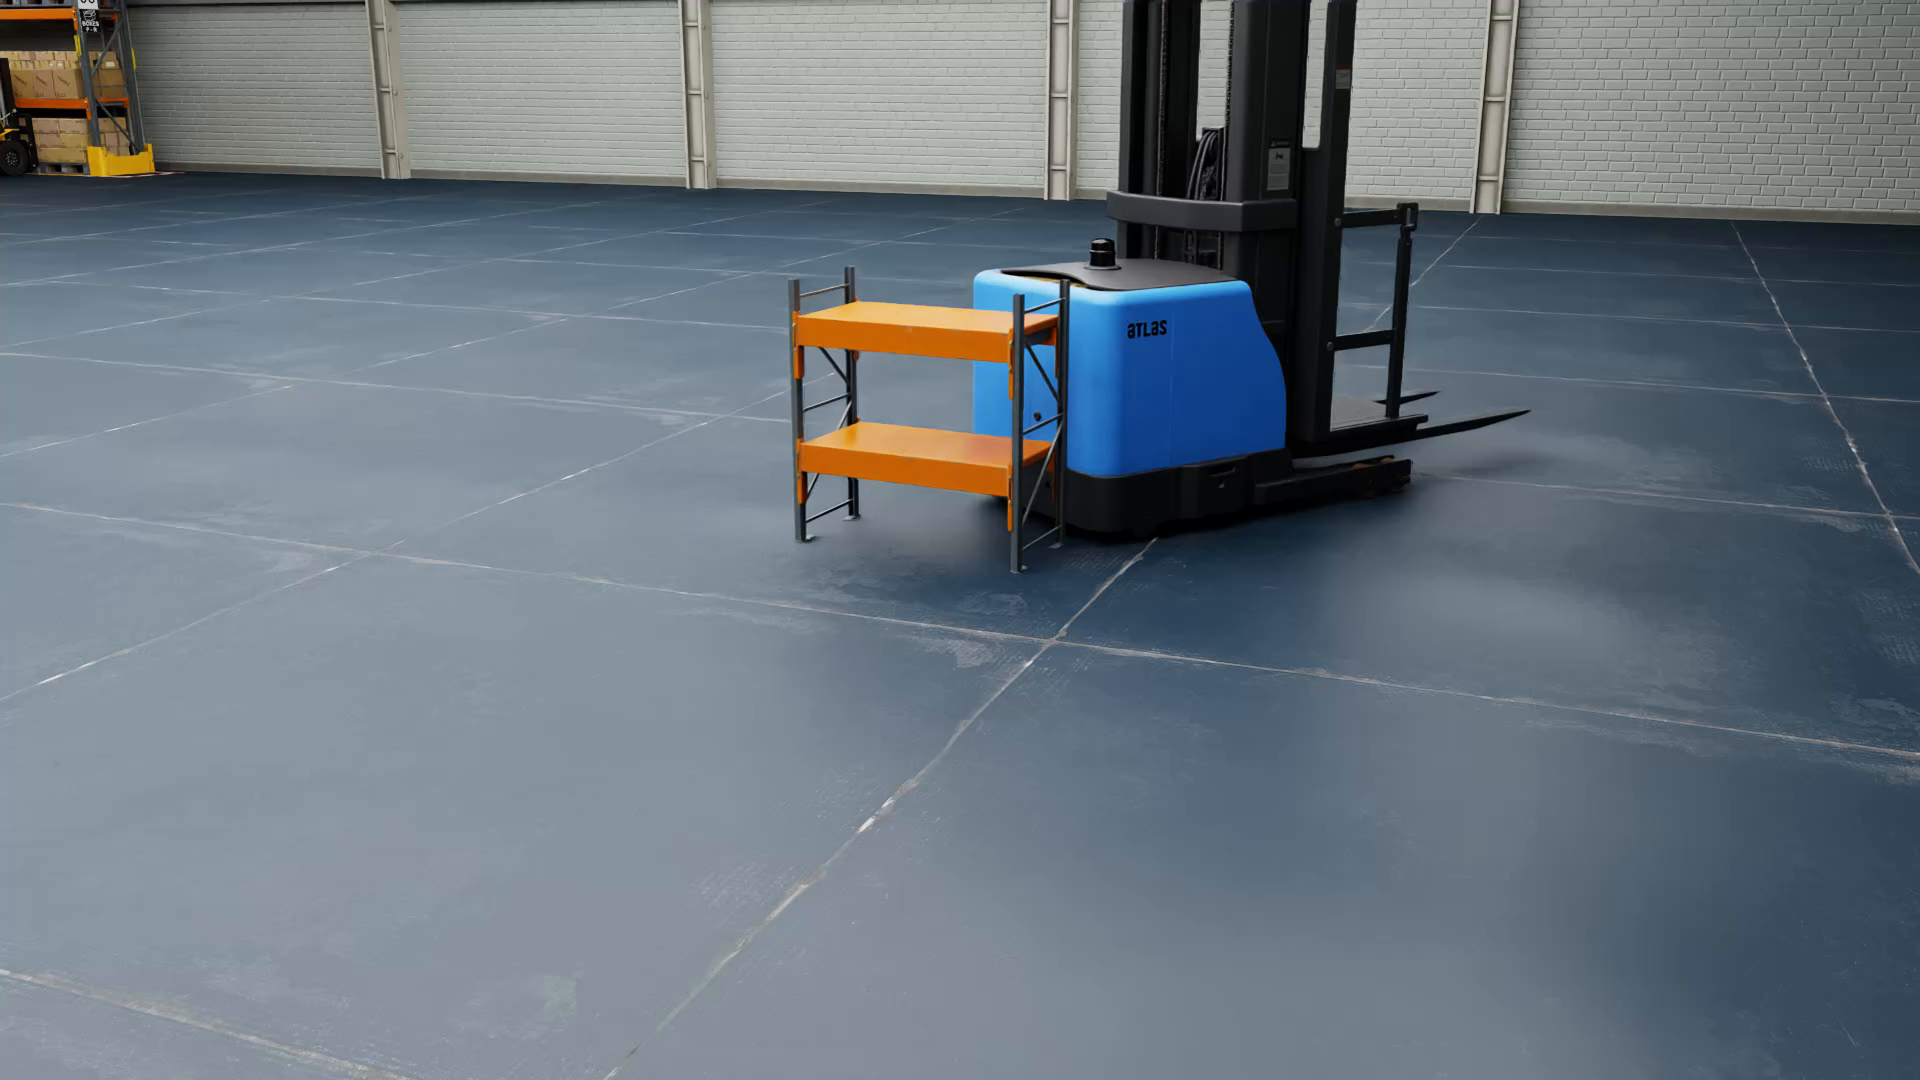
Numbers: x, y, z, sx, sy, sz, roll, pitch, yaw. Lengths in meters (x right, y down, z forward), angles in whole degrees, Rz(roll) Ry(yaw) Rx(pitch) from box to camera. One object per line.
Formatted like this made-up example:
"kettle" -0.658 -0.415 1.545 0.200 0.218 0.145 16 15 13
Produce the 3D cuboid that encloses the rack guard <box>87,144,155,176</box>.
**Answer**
"rack guard" -14.939 -6.778 29.624 0.348 0.500 1.175 6 17 21

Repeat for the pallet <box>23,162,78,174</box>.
"pallet" -16.819 -6.834 30.336 1.213 0.211 1.003 6 17 21

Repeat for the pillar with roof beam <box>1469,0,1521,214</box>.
"pillar with roof beam" 5.468 -7.595 17.196 0.400 9.000 9.100 6 17 21

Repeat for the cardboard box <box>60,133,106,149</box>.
"cardboard box" -15.529 -7.071 29.432 0.500 0.250 0.500 6 17 20

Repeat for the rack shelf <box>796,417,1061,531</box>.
"rack shelf" -0.128 -0.293 7.042 1.000 0.278 0.538 8 18 25

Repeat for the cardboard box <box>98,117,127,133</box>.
"cardboard box" -15.339 -7.440 29.808 0.500 0.250 0.500 6 17 20

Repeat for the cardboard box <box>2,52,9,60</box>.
"cardboard box" -16.801 -8.621 29.612 0.250 0.149 0.380 7 17 21

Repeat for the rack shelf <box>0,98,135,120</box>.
"rack shelf" -16.822 -7.840 30.089 4.000 0.370 1.077 6 17 21

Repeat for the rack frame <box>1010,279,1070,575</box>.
"rack frame" 0.328 -0.465 6.757 0.032 1.125 0.500 8 18 25

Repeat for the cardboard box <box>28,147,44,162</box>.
"cardboard box" -16.436 -6.935 29.860 0.500 0.250 0.500 6 17 21

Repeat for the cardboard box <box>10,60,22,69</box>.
"cardboard box" -16.589 -8.428 29.482 0.250 0.149 0.380 6 17 21

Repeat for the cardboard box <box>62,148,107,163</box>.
"cardboard box" -15.515 -6.828 29.492 0.500 0.250 0.500 6 17 21

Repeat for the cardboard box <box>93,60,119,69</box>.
"cardboard box" -15.182 -8.442 29.531 0.250 0.149 0.380 6 17 19

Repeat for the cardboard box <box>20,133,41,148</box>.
"cardboard box" -16.480 -7.172 29.781 0.500 0.250 0.500 6 17 19

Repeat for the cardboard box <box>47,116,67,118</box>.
"cardboard box" -16.267 -7.545 30.167 0.500 0.250 0.500 6 17 20

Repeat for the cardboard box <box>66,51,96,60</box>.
"cardboard box" -15.372 -8.465 29.076 0.250 0.149 0.380 6 17 21

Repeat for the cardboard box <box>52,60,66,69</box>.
"cardboard box" -15.636 -8.322 29.115 0.250 0.149 0.380 7 17 22

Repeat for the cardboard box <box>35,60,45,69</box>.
"cardboard box" -16.081 -8.392 29.359 0.250 0.149 0.380 6 17 20

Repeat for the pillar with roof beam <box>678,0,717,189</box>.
"pillar with roof beam" -5.695 -8.823 21.424 0.400 9.000 9.100 6 17 21

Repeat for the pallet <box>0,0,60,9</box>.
"pallet" -16.749 -9.582 29.579 1.213 0.211 1.003 6 17 21

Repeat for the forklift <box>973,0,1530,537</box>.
"forklift" 1.553 -1.716 7.826 3.031 2.935 1.130 -11 19 -33

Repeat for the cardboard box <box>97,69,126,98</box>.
"cardboard box" -15.321 -8.152 29.693 0.500 0.500 0.500 7 18 22

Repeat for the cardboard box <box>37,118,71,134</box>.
"cardboard box" -15.982 -7.359 29.528 0.500 0.250 0.500 7 17 22

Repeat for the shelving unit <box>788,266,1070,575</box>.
"shelving unit" -0.128 -0.528 6.973 1.048 1.125 0.538 8 18 25

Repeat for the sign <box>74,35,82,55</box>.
"sign" -15.174 -8.511 28.610 0.005 0.325 0.100 6 17 21

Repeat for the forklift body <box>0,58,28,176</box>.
"forklift body" -17.395 -7.294 28.441 1.214 2.155 2.313 6 17 21

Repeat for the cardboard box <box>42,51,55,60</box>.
"cardboard box" -15.866 -8.502 29.204 0.250 0.149 0.380 7 17 22

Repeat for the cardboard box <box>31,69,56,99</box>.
"cardboard box" -15.995 -8.067 29.400 0.500 0.500 0.500 7 18 22

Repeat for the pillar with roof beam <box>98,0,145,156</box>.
"pillar with roof beam" -16.858 -10.050 25.652 0.400 9.000 9.100 6 17 21

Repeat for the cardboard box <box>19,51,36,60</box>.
"cardboard box" -16.354 -8.545 29.350 0.250 0.149 0.380 7 18 22
